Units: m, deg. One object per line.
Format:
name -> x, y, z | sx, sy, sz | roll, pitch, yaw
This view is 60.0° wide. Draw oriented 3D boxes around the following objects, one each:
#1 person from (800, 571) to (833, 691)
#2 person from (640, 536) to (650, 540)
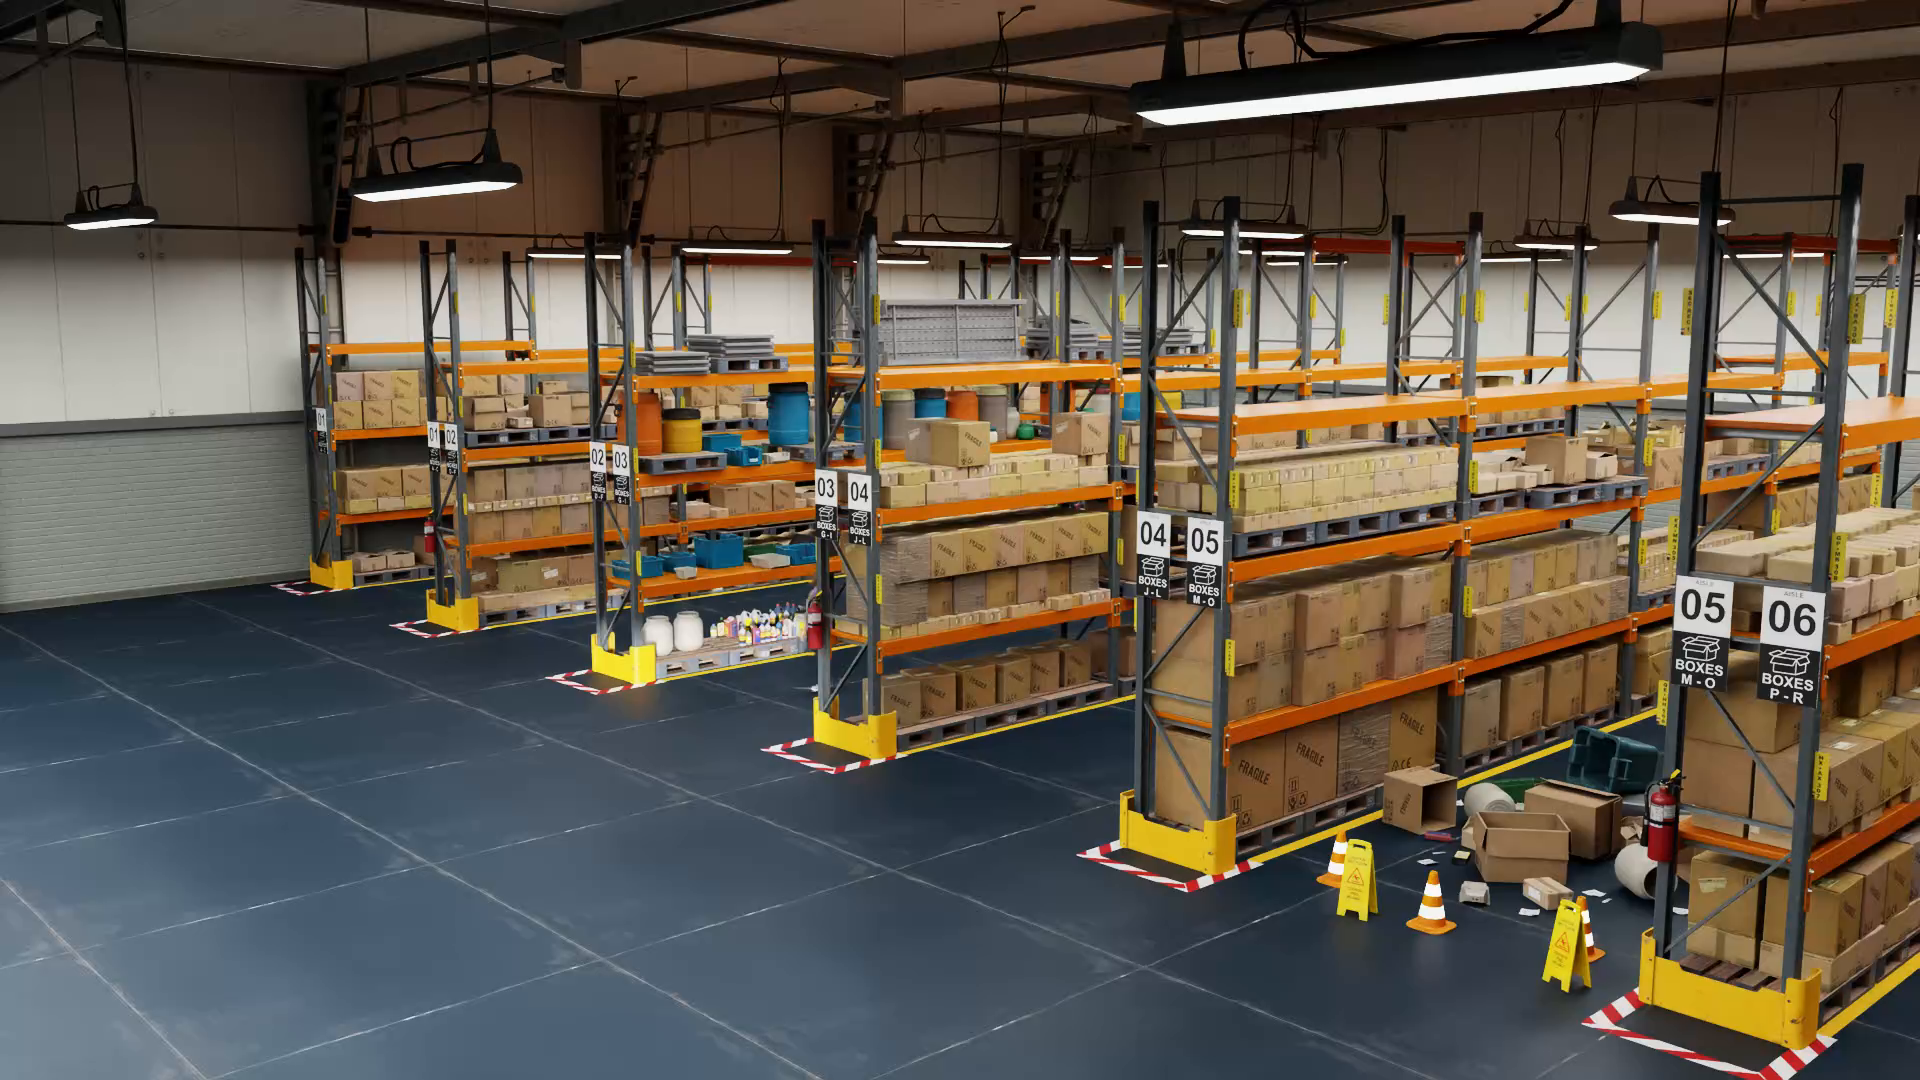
person -> -1.856, 1.202, 21.761 | 0.371, 1.622, 0.499 | 5, 10, 33
person -> -5.866, -0.238, 30.913 | 0.615, 1.784, 0.382 | -2, 9, -10
